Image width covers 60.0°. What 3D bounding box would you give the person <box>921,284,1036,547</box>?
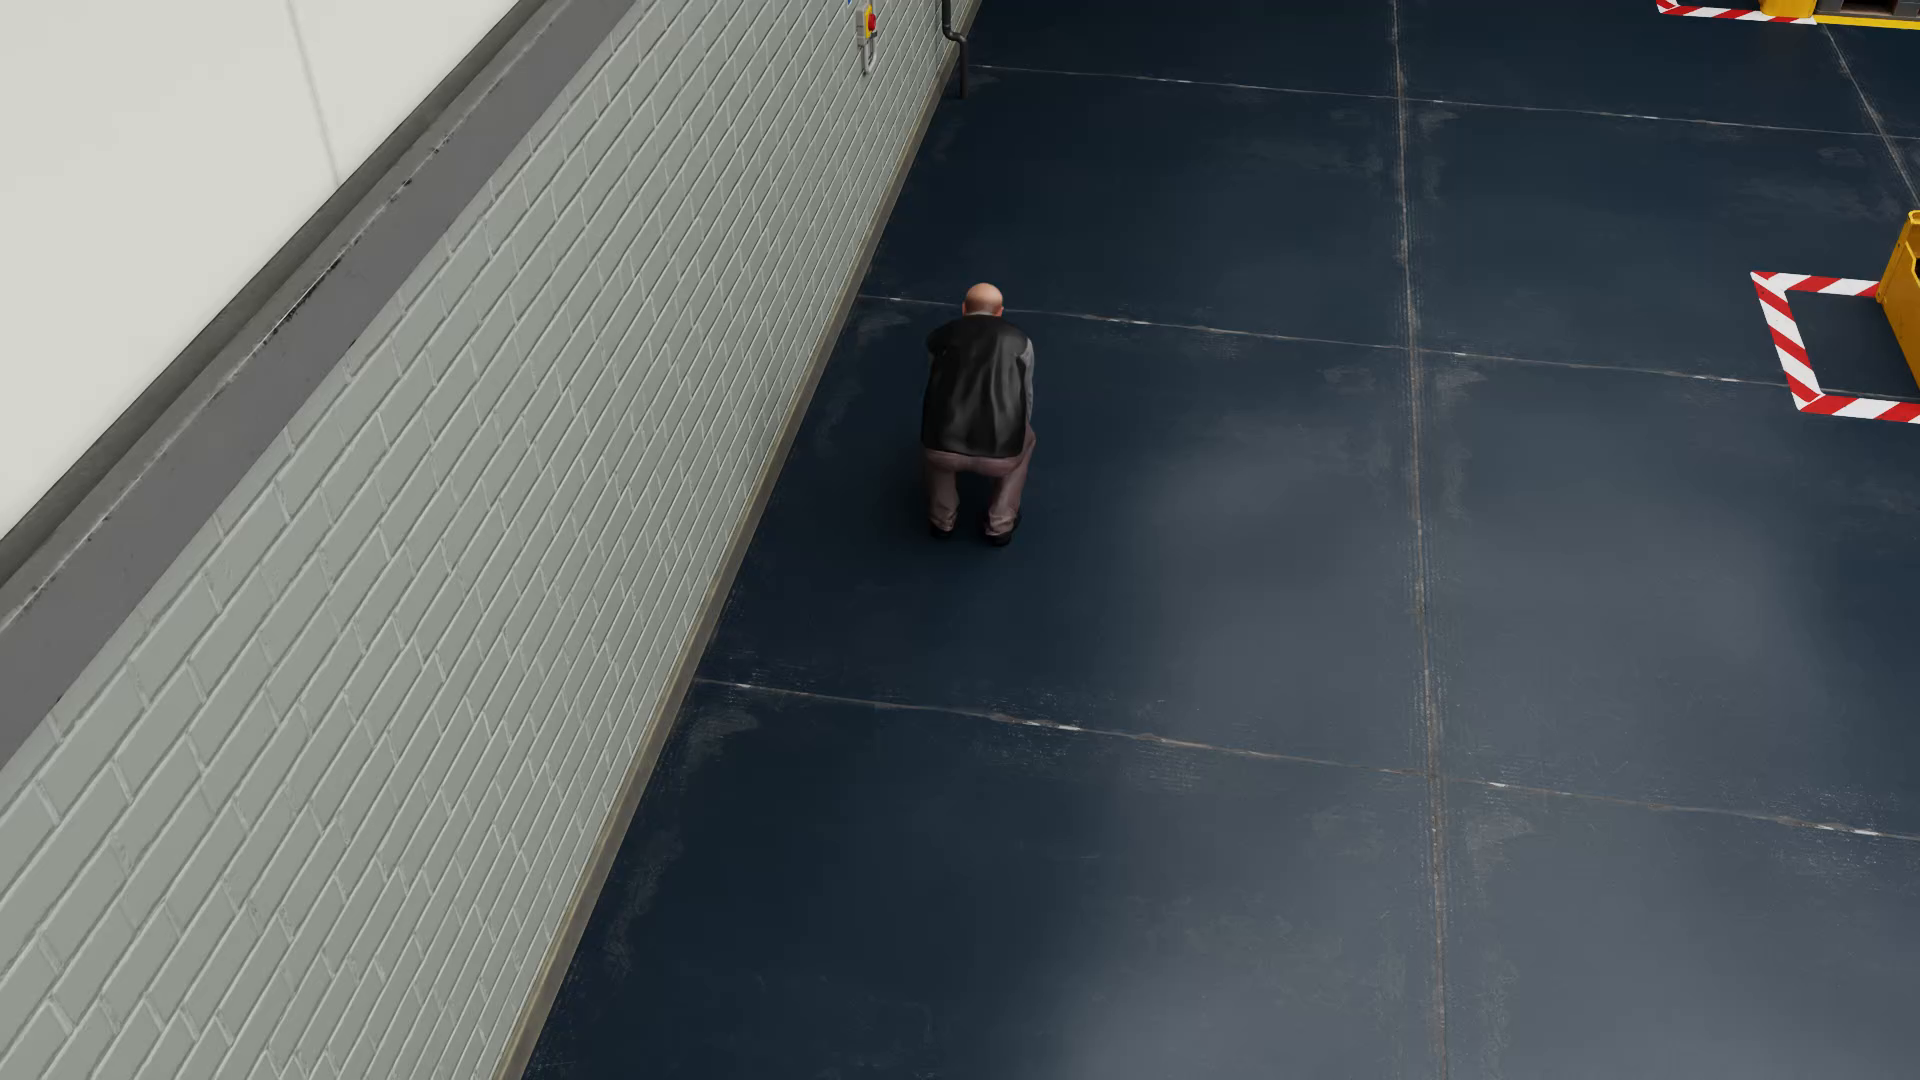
[{"bbox_3d":[0.079,-0.523,7.395,0.516,0.950,0.915,5,41,6],"label":"person"}]
